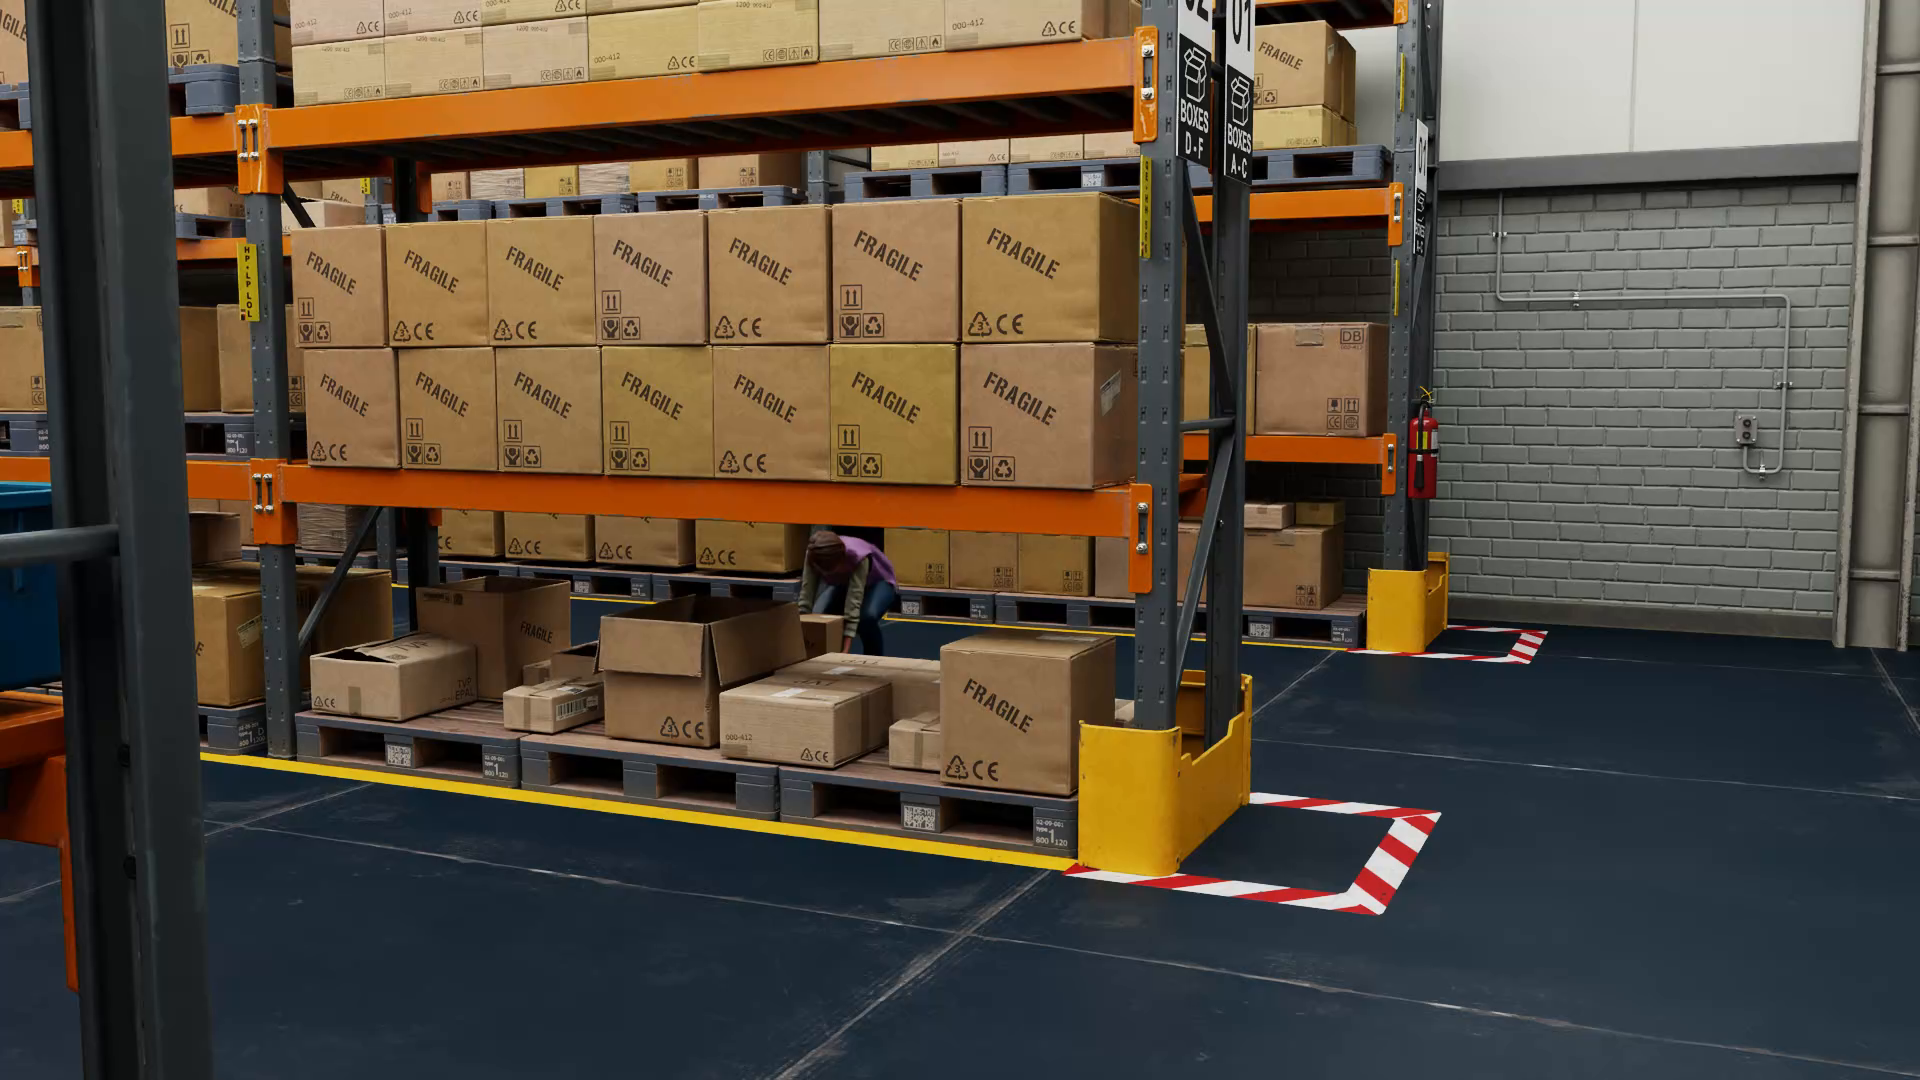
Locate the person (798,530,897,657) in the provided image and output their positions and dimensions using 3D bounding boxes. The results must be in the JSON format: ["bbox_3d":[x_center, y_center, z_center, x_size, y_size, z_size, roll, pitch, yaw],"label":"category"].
[{"bbox_3d":[-0.603,0.370,8.804,0.422,0.900,0.840,2,6,22],"label":"person"}]
